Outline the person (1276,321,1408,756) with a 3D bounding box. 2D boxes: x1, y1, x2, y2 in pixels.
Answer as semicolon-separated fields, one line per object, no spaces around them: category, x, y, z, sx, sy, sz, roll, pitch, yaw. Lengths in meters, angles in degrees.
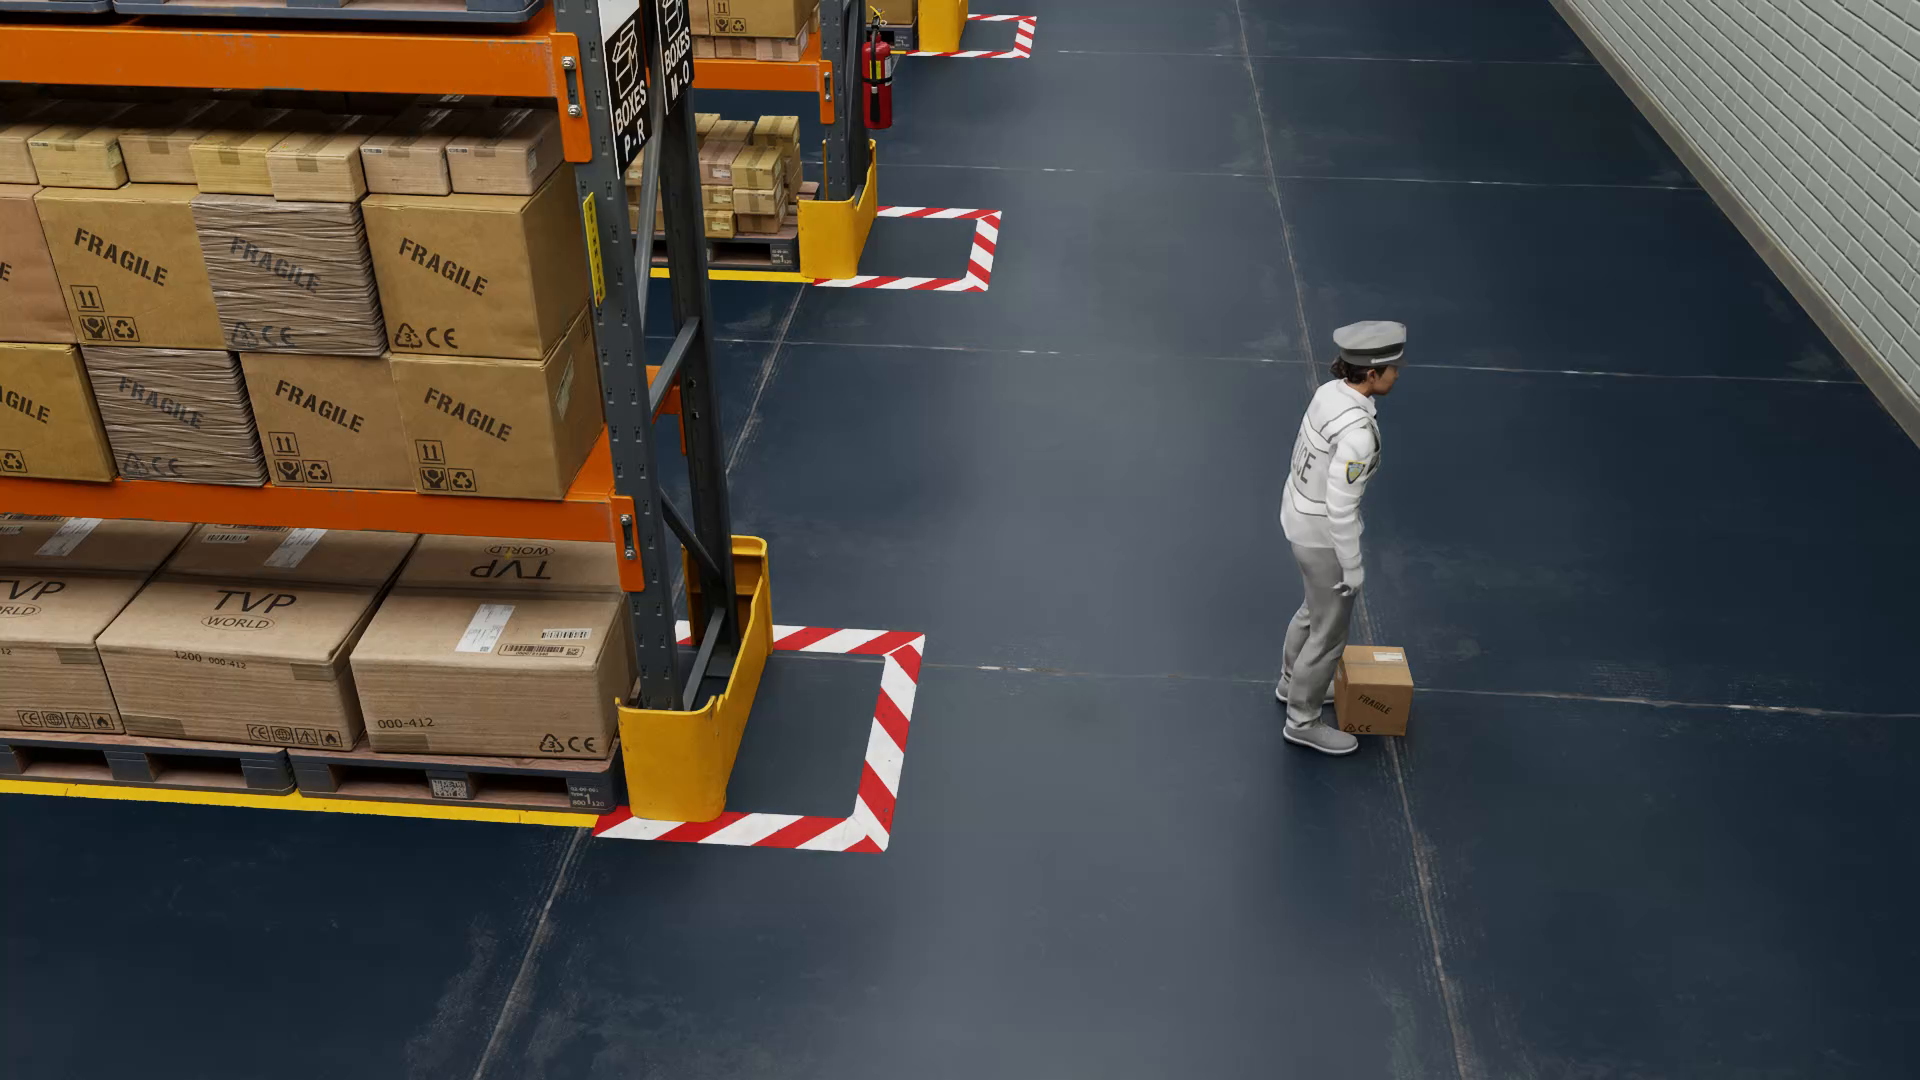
person;1.377;-0.021;6.163;0.369;1.667;0.546;1;32;2
